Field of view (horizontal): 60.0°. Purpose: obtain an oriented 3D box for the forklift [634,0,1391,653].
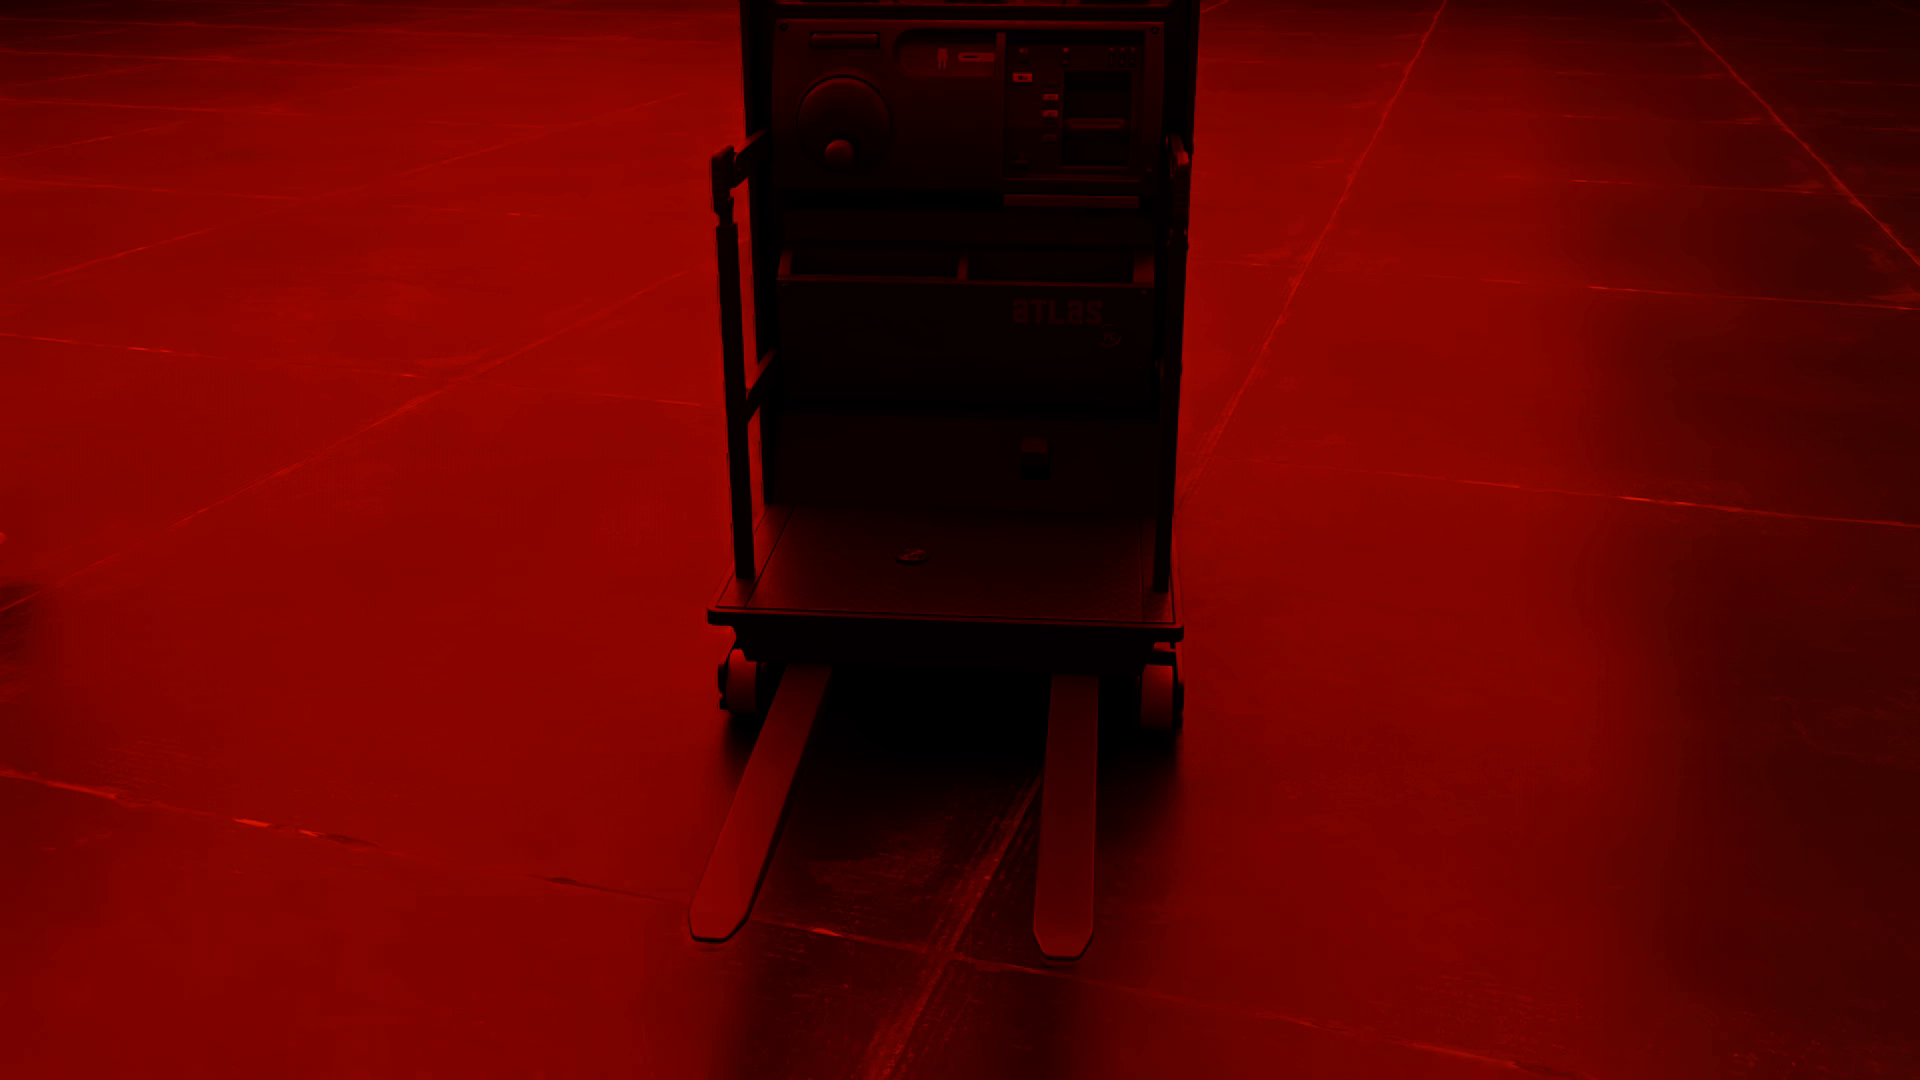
[{"bbox_3d":[0.437,-1.556,5.049,1.130,2.935,3.031,18,28,36],"label":"forklift"}]
